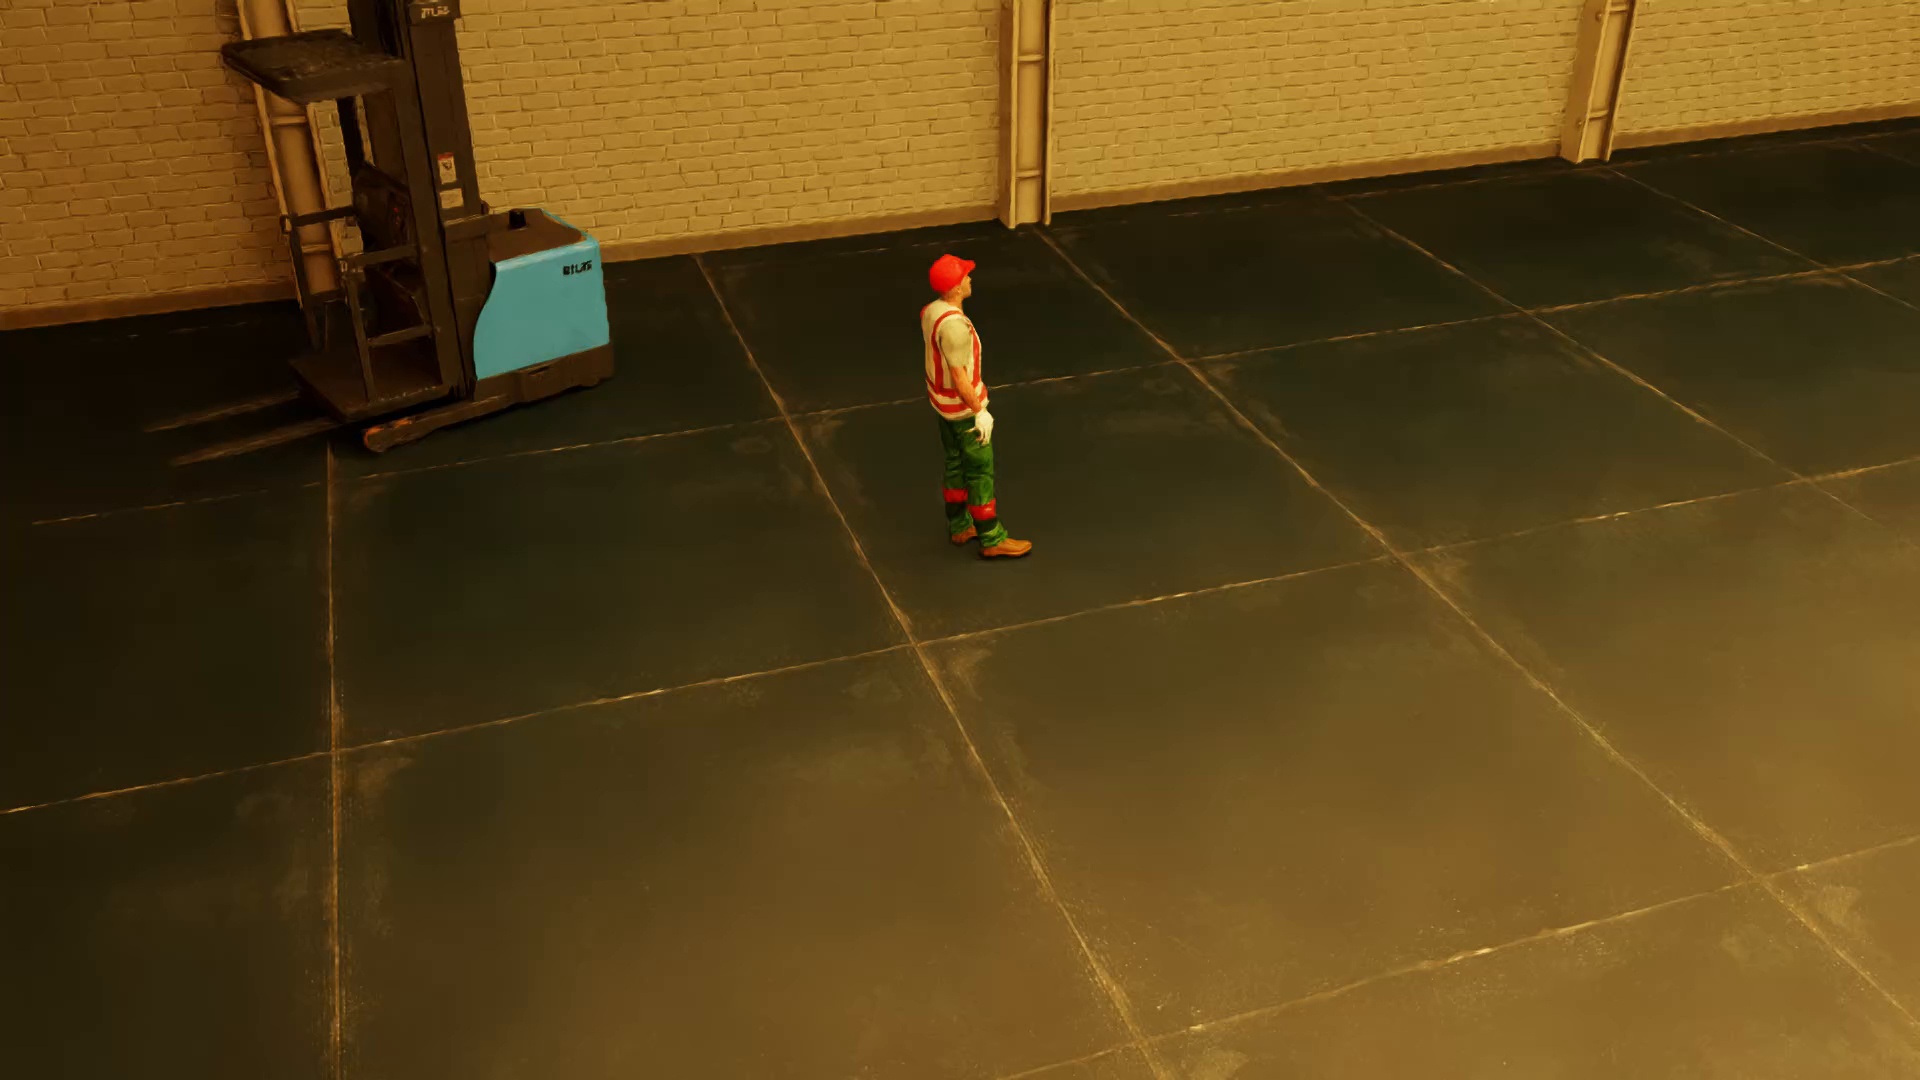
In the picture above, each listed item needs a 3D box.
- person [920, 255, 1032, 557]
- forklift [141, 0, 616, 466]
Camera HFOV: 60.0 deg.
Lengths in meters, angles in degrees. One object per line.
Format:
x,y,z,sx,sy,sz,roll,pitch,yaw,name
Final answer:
0.080,-0.789,9.589,0.563,1.787,0.637,-10,31,-16,person
-3.951,-2.146,10.817,3.031,2.935,1.130,-22,36,-33,forklift
